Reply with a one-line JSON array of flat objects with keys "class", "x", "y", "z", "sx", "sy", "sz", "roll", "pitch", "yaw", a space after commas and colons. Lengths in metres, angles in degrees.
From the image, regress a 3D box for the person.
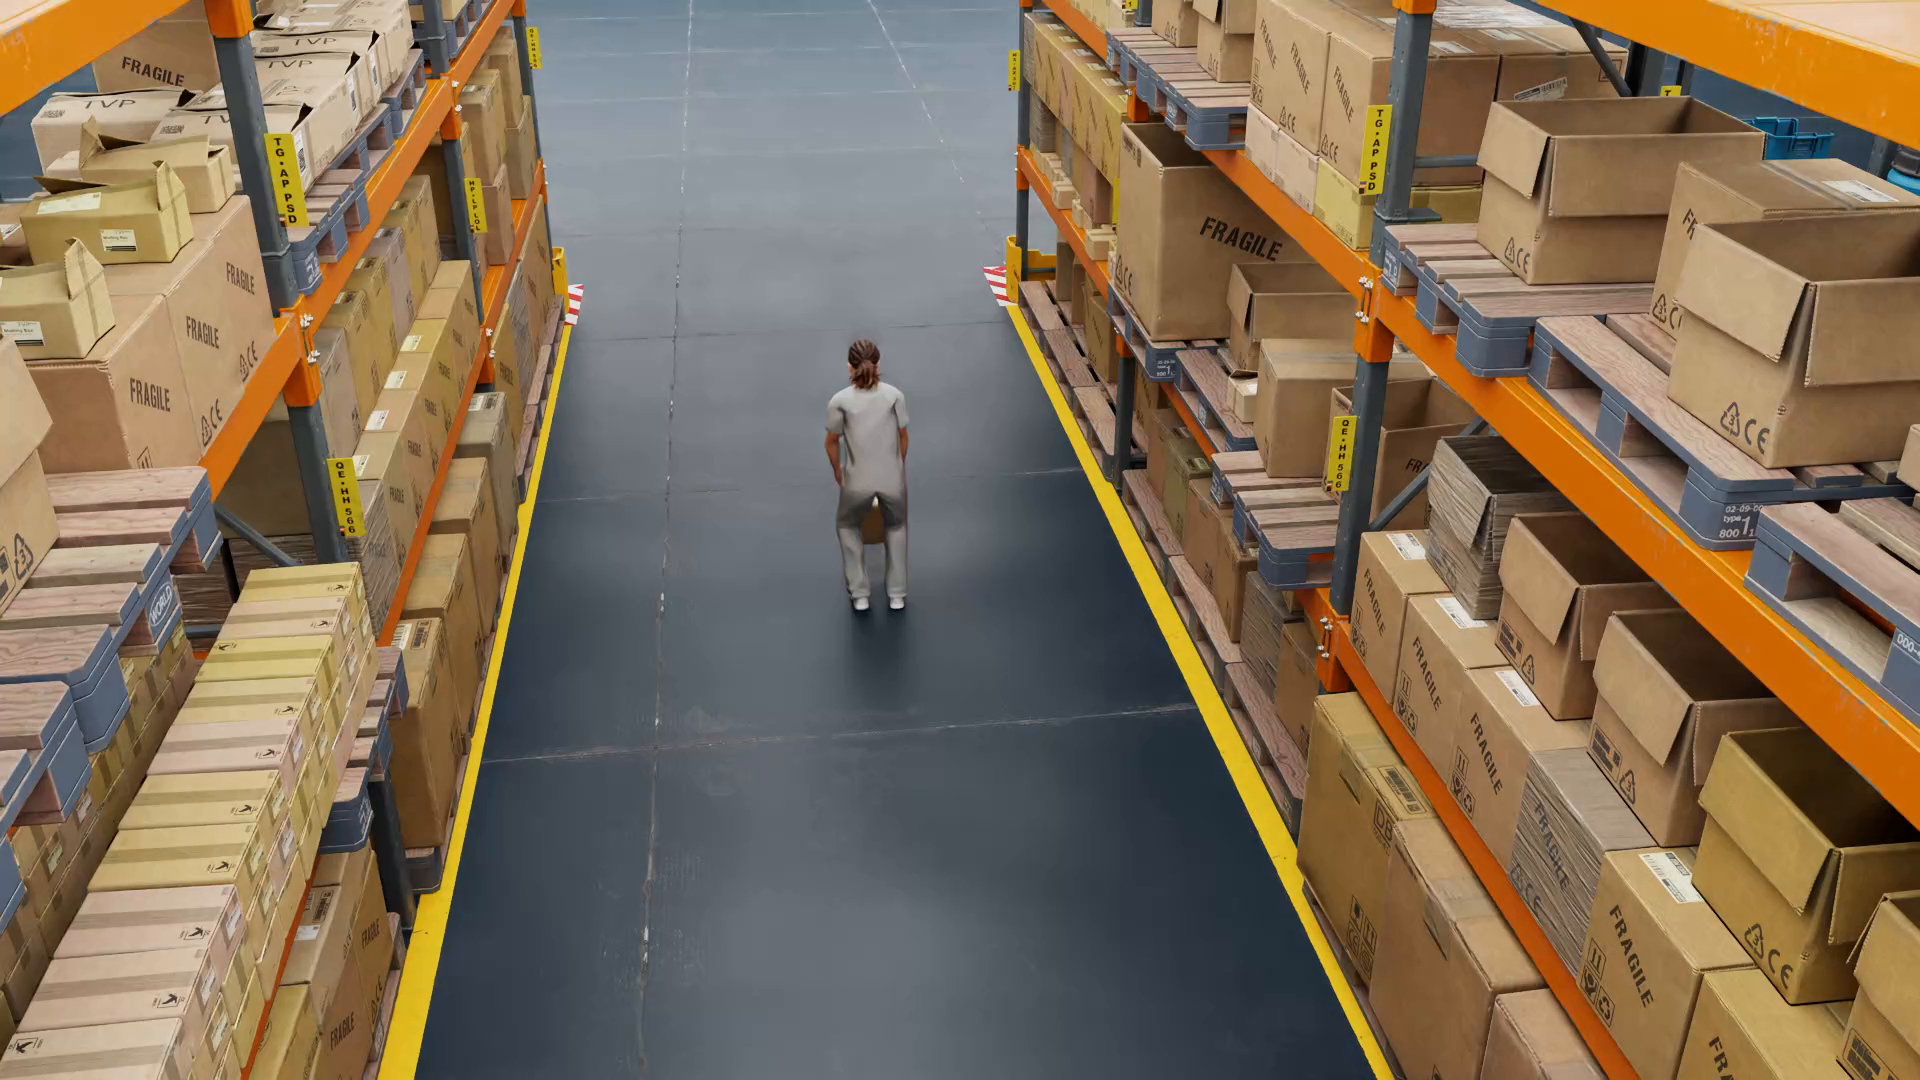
[{"class": "person", "x": -0.519, "y": -0.351, "z": 9.422, "sx": 0.475, "sy": 1.573, "sz": 0.464, "roll": -3, "pitch": 27, "yaw": -6}]
